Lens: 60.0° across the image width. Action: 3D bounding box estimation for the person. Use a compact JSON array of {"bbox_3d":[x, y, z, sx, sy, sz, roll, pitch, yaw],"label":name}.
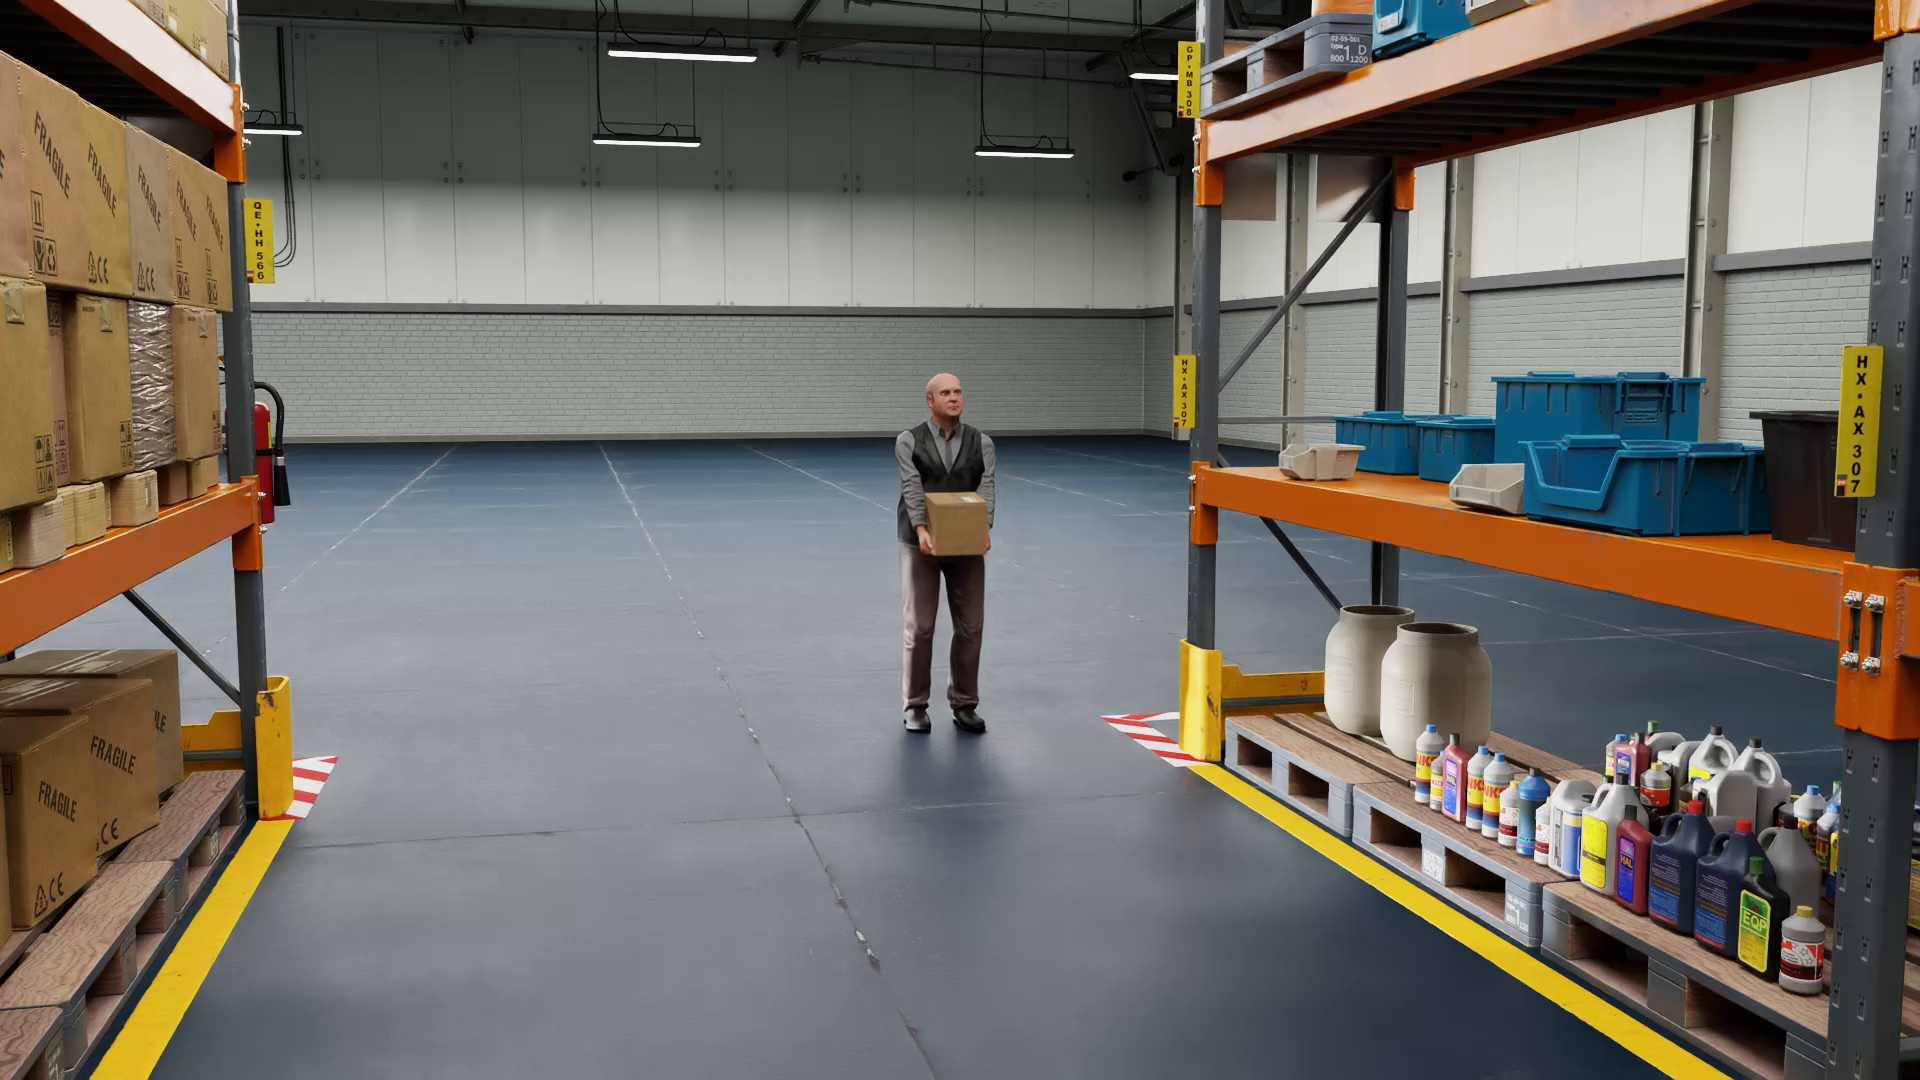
[{"bbox_3d":[-0.047,0.061,8.013,0.495,1.717,0.546,-1,6,-13],"label":"person"}]
